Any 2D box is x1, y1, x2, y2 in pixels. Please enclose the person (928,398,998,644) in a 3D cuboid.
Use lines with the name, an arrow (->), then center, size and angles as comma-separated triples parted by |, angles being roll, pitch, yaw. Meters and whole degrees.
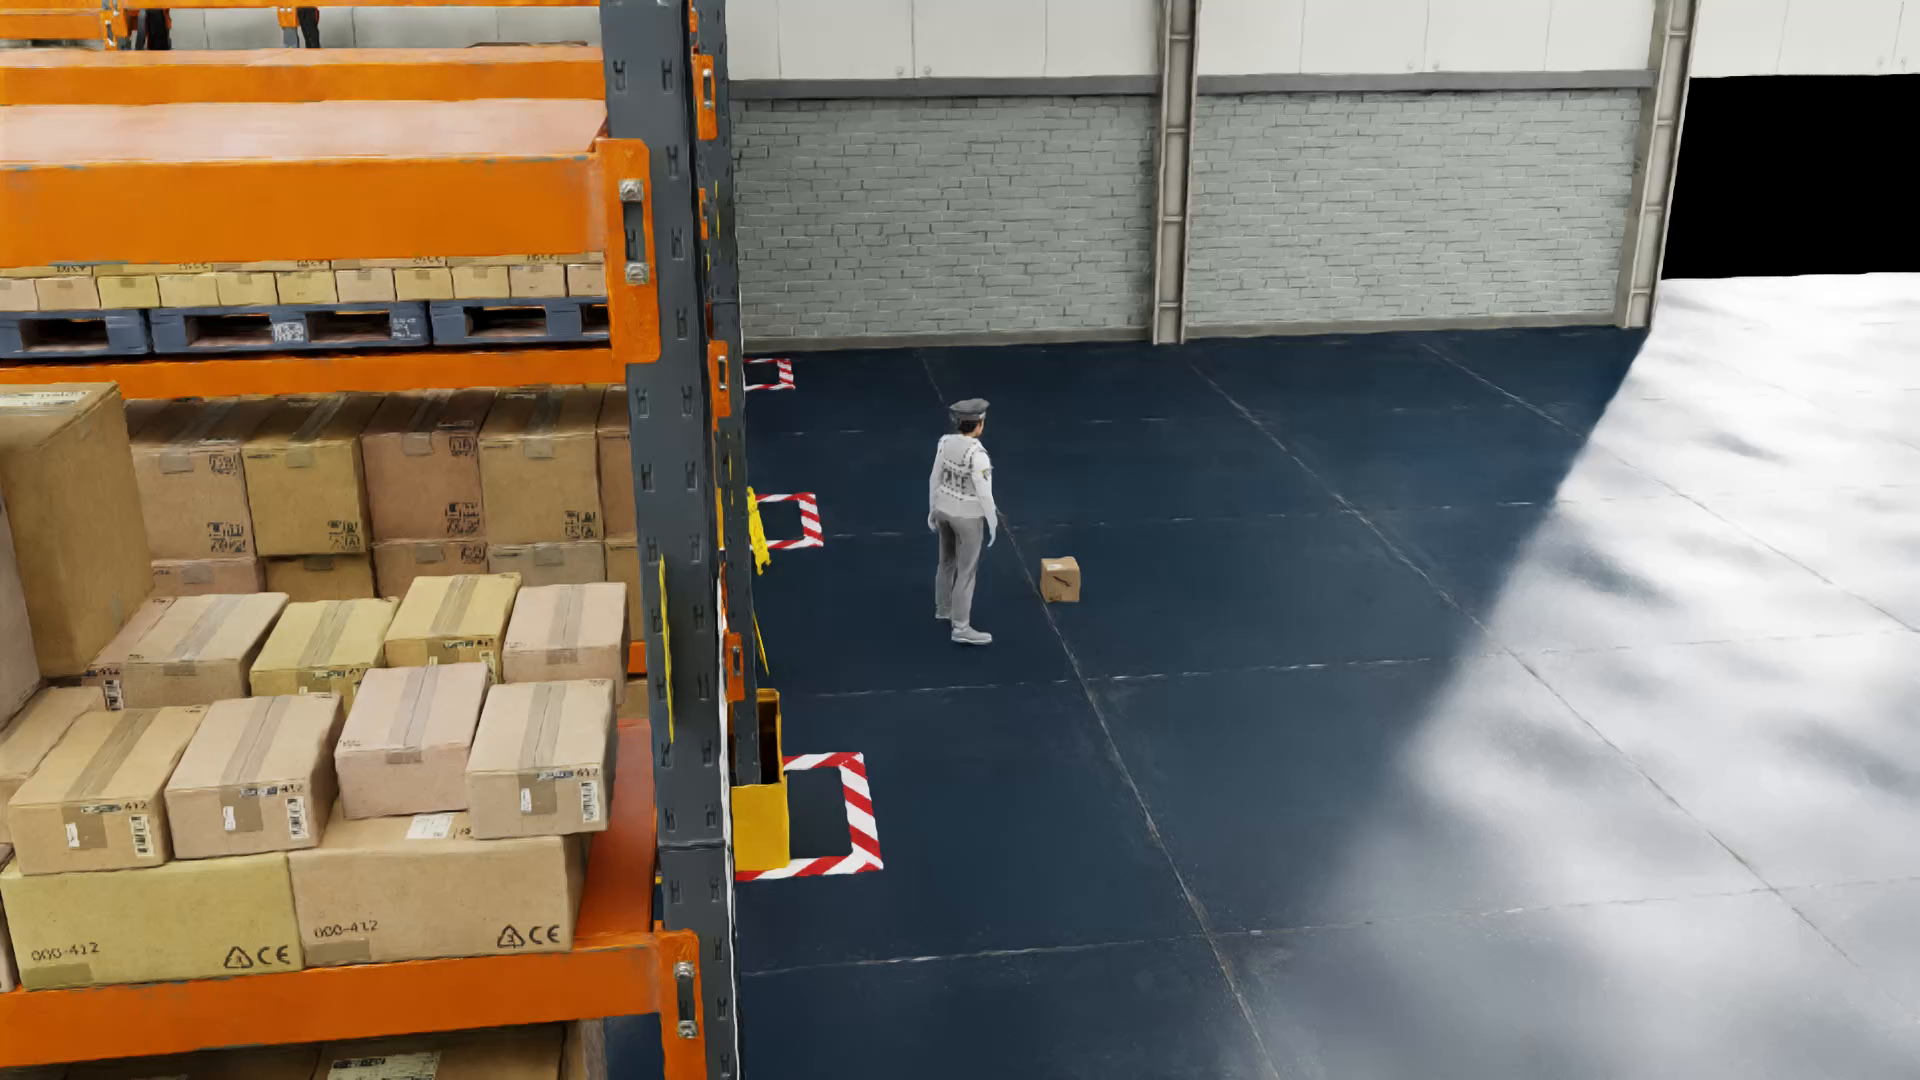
person -> 0.020, -0.159, 11.444 | 0.462, 1.667, 0.631 | -18, 27, -40
